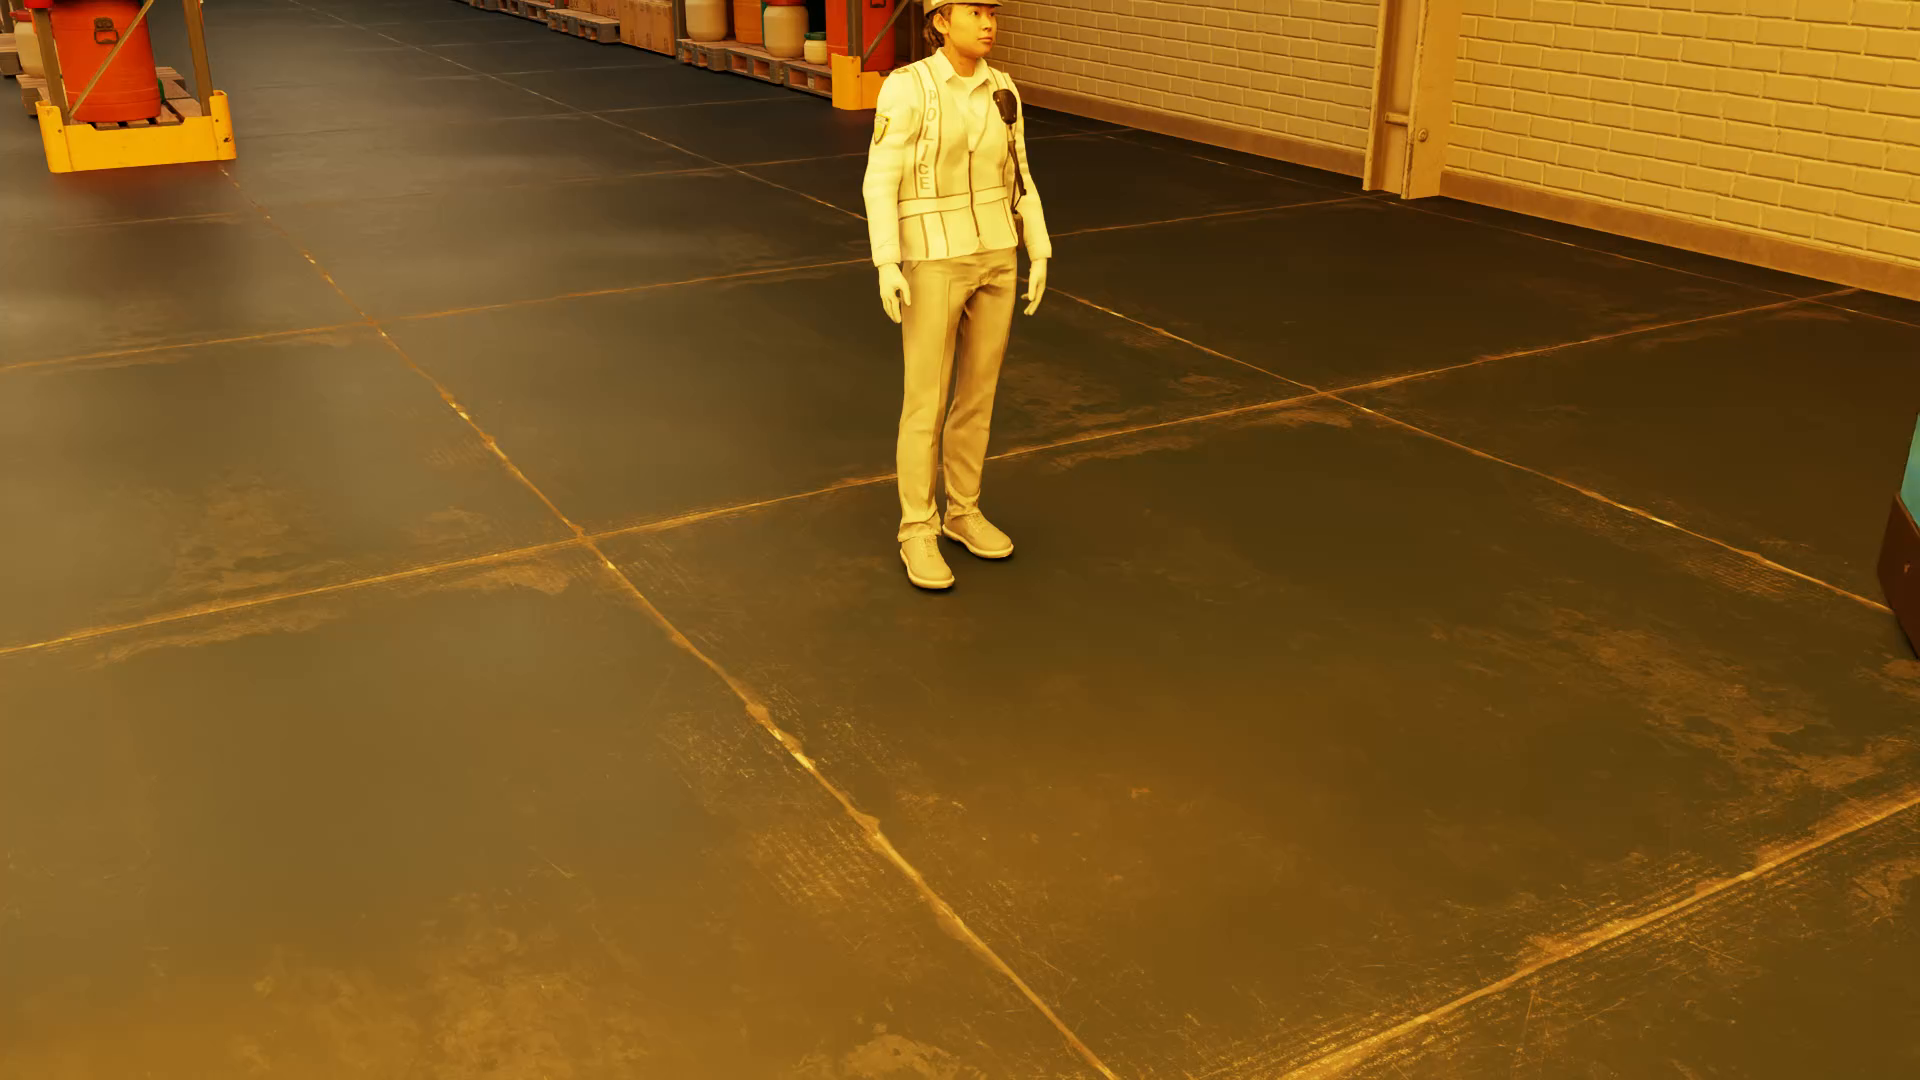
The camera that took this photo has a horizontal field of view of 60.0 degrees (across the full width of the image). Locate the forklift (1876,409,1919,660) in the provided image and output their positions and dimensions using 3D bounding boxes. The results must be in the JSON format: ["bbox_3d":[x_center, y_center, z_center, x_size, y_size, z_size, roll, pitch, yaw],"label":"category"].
[{"bbox_3d":[3.915,-0.867,3.387,3.031,2.935,1.130,7,23,16],"label":"forklift"}]

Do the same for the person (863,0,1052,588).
[{"bbox_3d":[0.029,-0.767,4.752,0.587,1.695,0.531,-12,25,-28],"label":"person"}]
